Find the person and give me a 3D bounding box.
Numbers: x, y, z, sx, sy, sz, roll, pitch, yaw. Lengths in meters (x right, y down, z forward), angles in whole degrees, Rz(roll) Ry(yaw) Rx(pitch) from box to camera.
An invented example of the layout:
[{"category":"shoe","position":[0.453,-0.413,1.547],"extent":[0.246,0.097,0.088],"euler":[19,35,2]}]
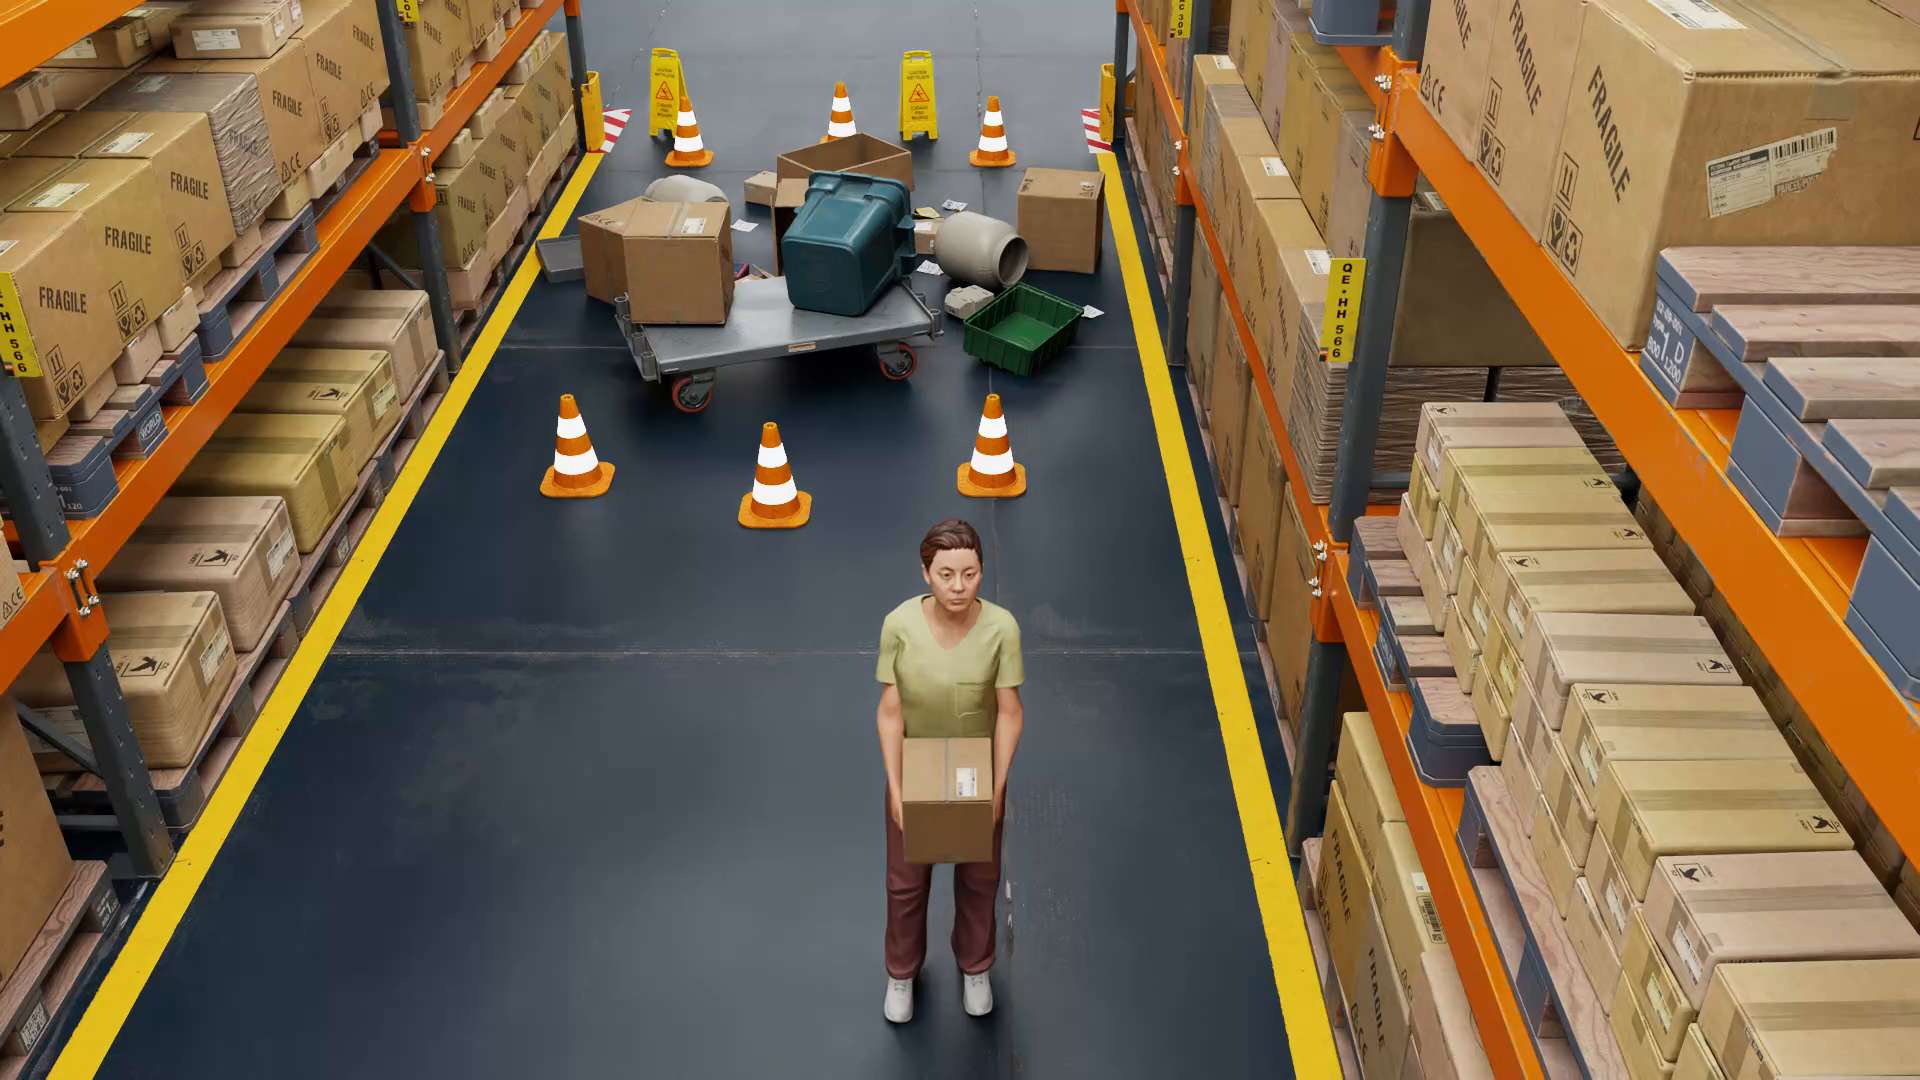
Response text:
[{"category":"person","position":[-0.027,0.733,4.946],"extent":[0.439,1.674,0.537],"euler":[0,32,0]}]
